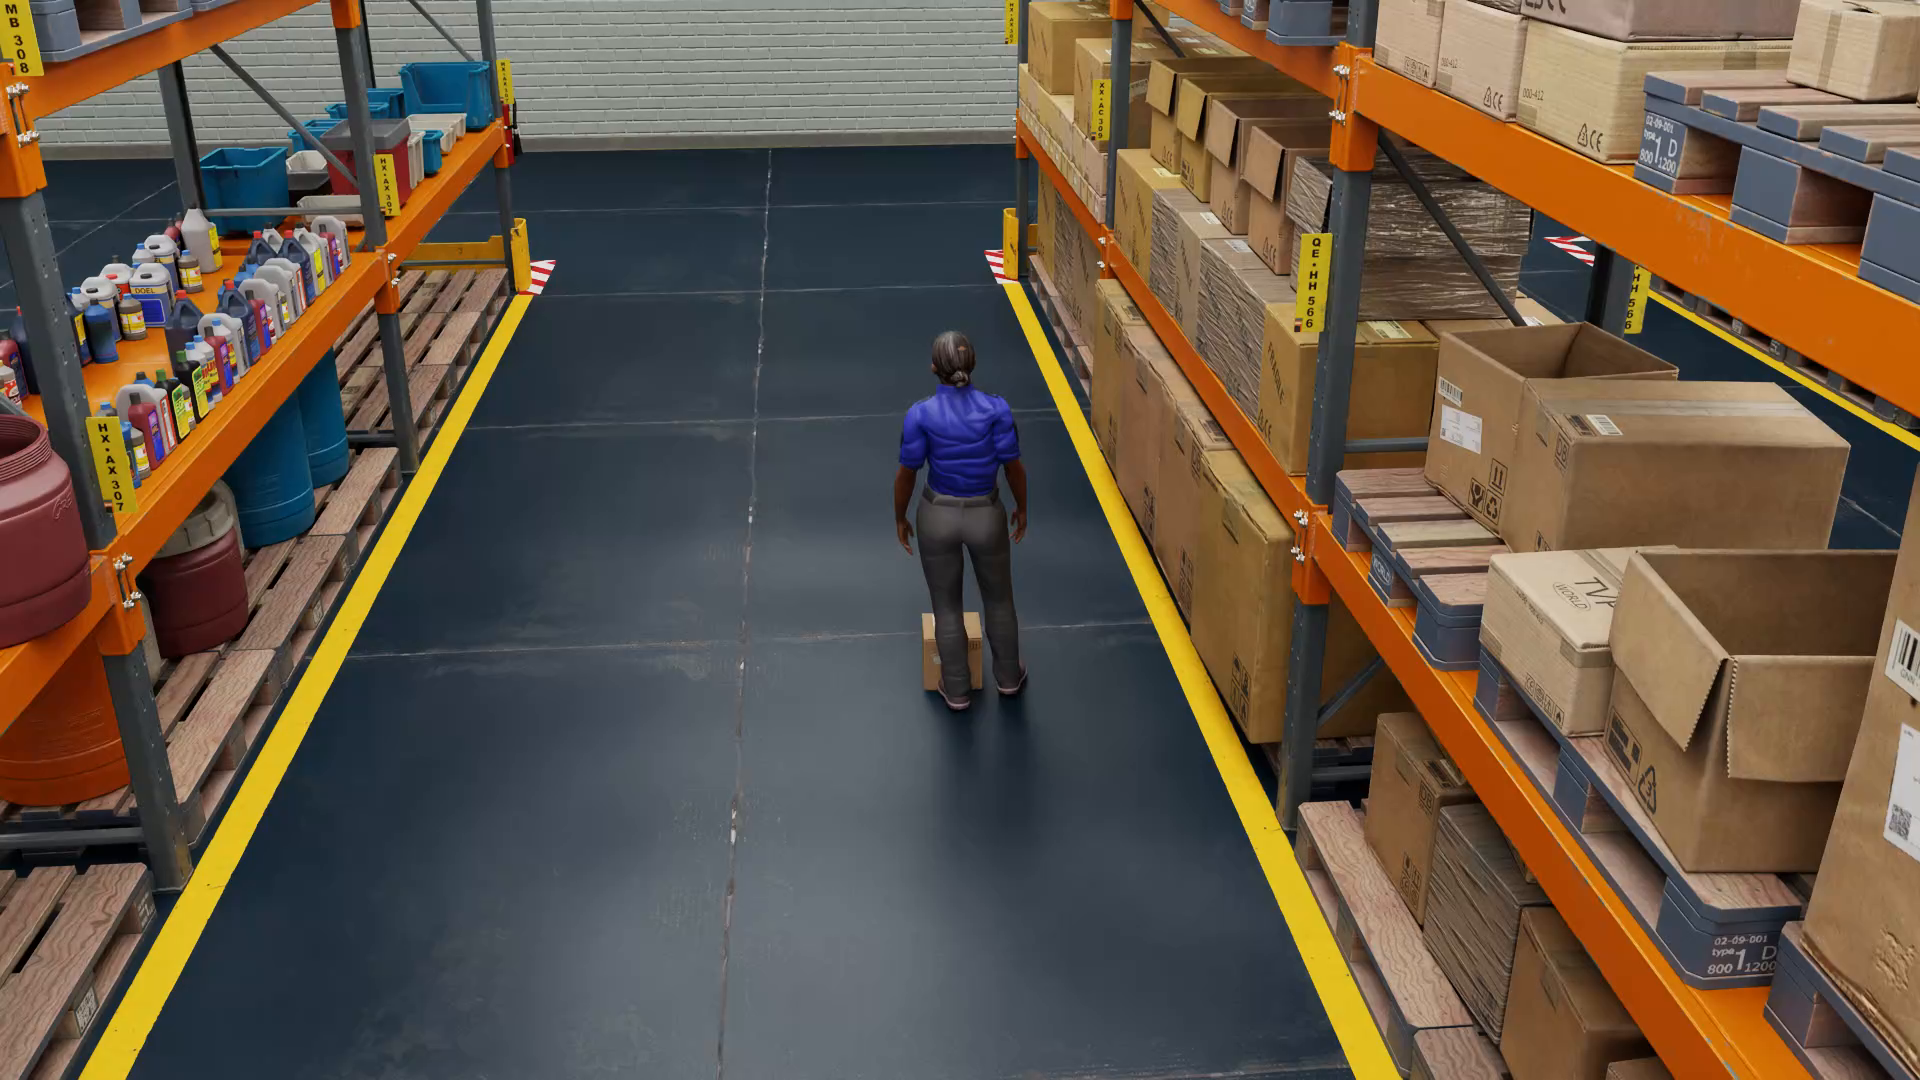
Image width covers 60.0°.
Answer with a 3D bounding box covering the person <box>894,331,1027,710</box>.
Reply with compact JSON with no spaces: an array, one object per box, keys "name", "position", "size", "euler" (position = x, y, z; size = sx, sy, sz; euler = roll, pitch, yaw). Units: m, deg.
[{"name":"person","position":[0.017,-0.093,6.798],"size":[0.570,1.657,0.502],"euler":[-1,24,-3]}]
